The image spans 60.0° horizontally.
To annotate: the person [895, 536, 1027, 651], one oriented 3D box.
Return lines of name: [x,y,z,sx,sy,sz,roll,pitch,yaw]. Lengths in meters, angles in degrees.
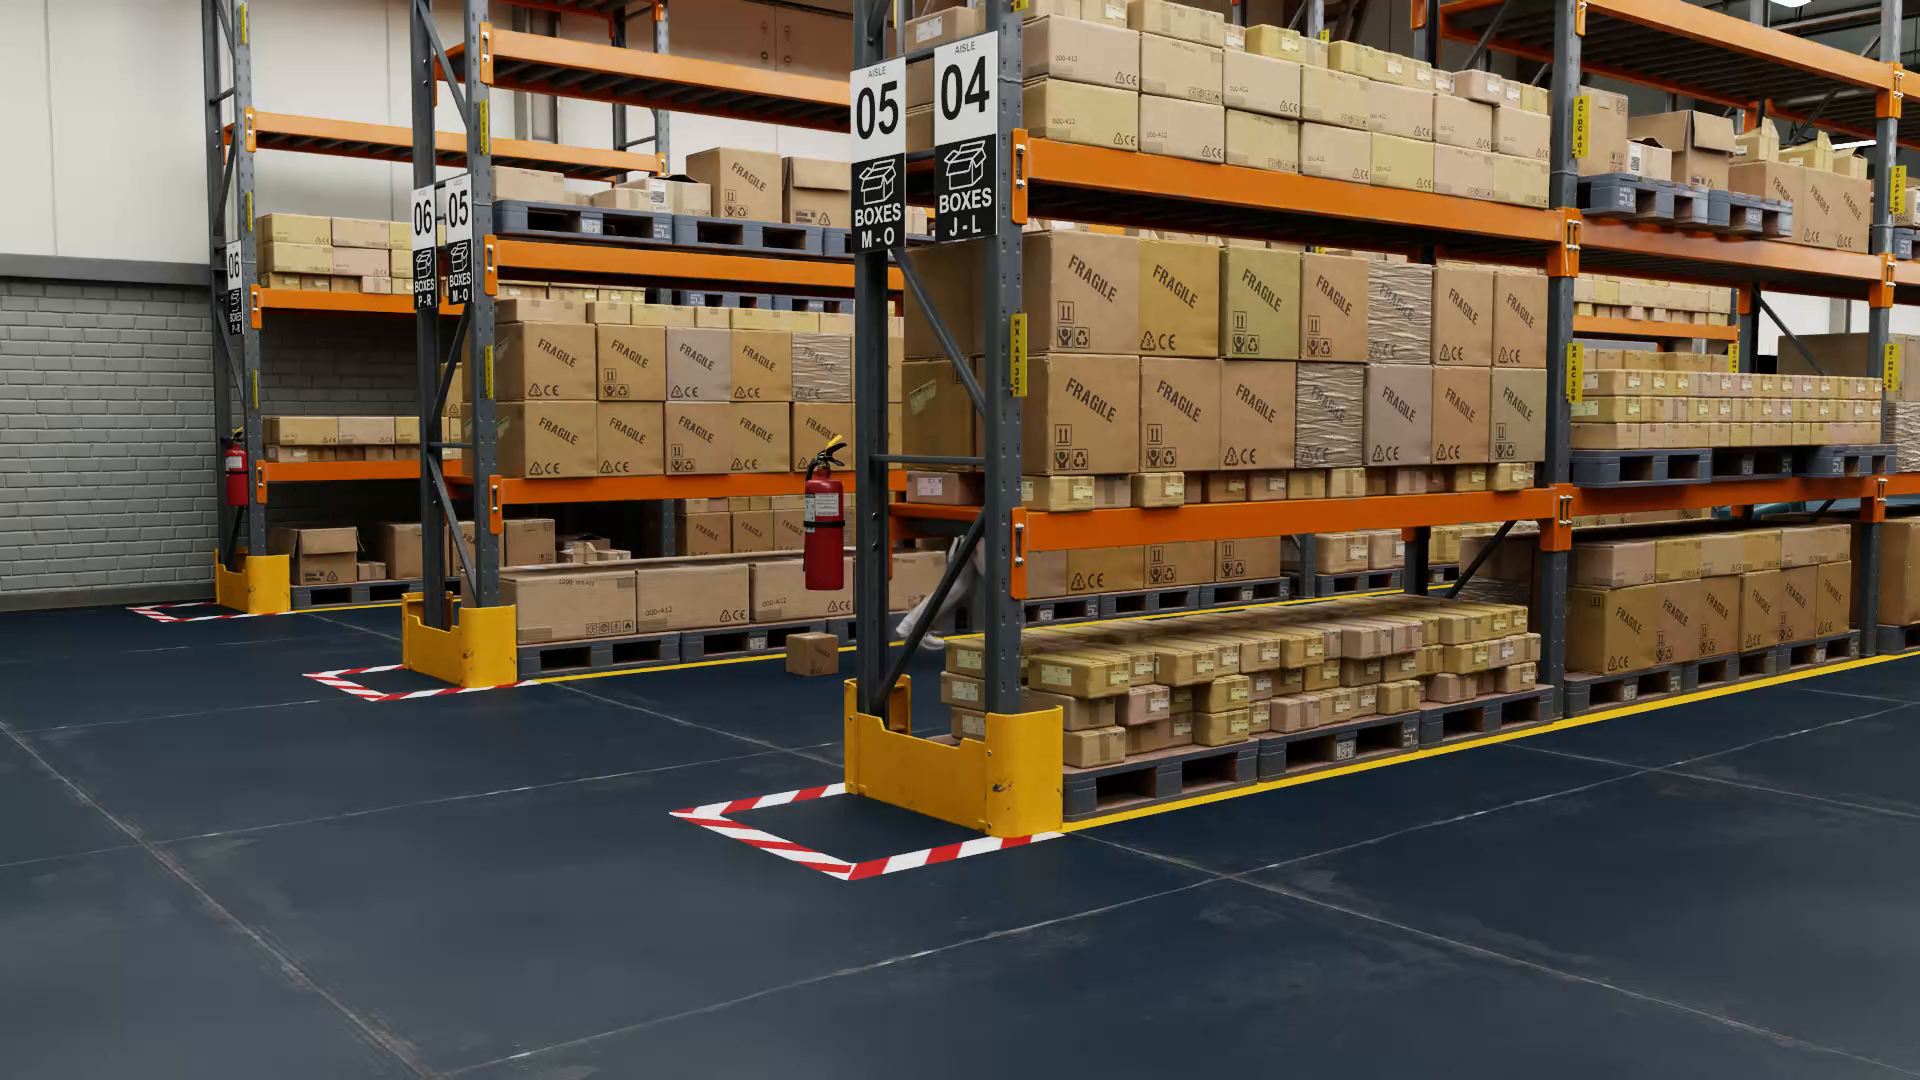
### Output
person: [0.100,-0.037,11.478,1.095,1.742,0.618,-1,4,-10]
